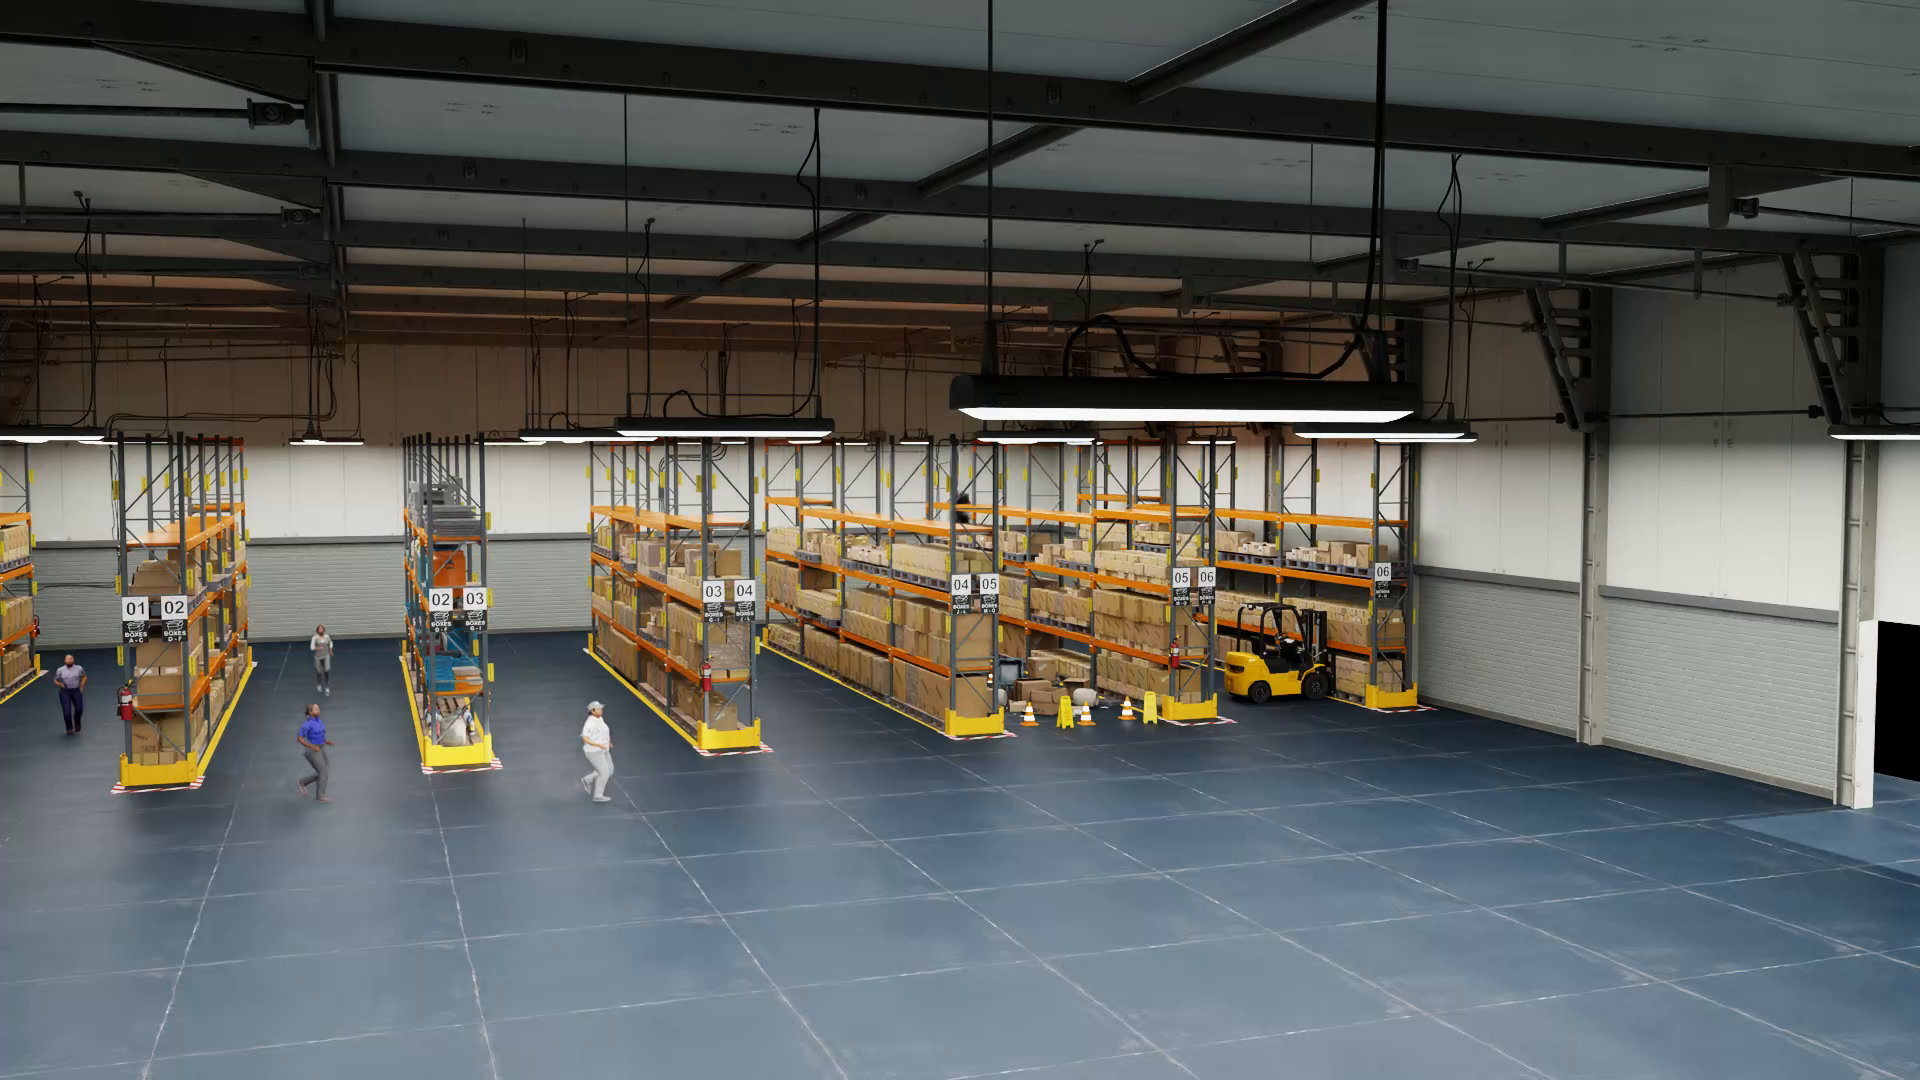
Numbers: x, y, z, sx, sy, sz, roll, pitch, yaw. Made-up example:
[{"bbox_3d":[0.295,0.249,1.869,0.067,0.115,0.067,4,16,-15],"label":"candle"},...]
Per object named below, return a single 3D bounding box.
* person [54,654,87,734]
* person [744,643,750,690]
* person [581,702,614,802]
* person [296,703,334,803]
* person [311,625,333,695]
[{"bbox_3d":[-17.719,3.077,33.156,0.593,1.602,0.545,-2,4,-32],"label":"person"},{"bbox_3d":[-5.164,2.703,39.596,0.568,1.672,0.916,-2,4,-27],"label":"person"},{"bbox_3d":[-5.910,3.426,26.932,0.578,1.602,0.605,1,3,10],"label":"person"},{"bbox_3d":[-10.441,3.475,26.818,0.672,1.513,0.579,0,3,7],"label":"person"},{"bbox_3d":[-14.817,2.778,38.625,0.503,1.638,0.711,-2,4,-27],"label":"person"}]
